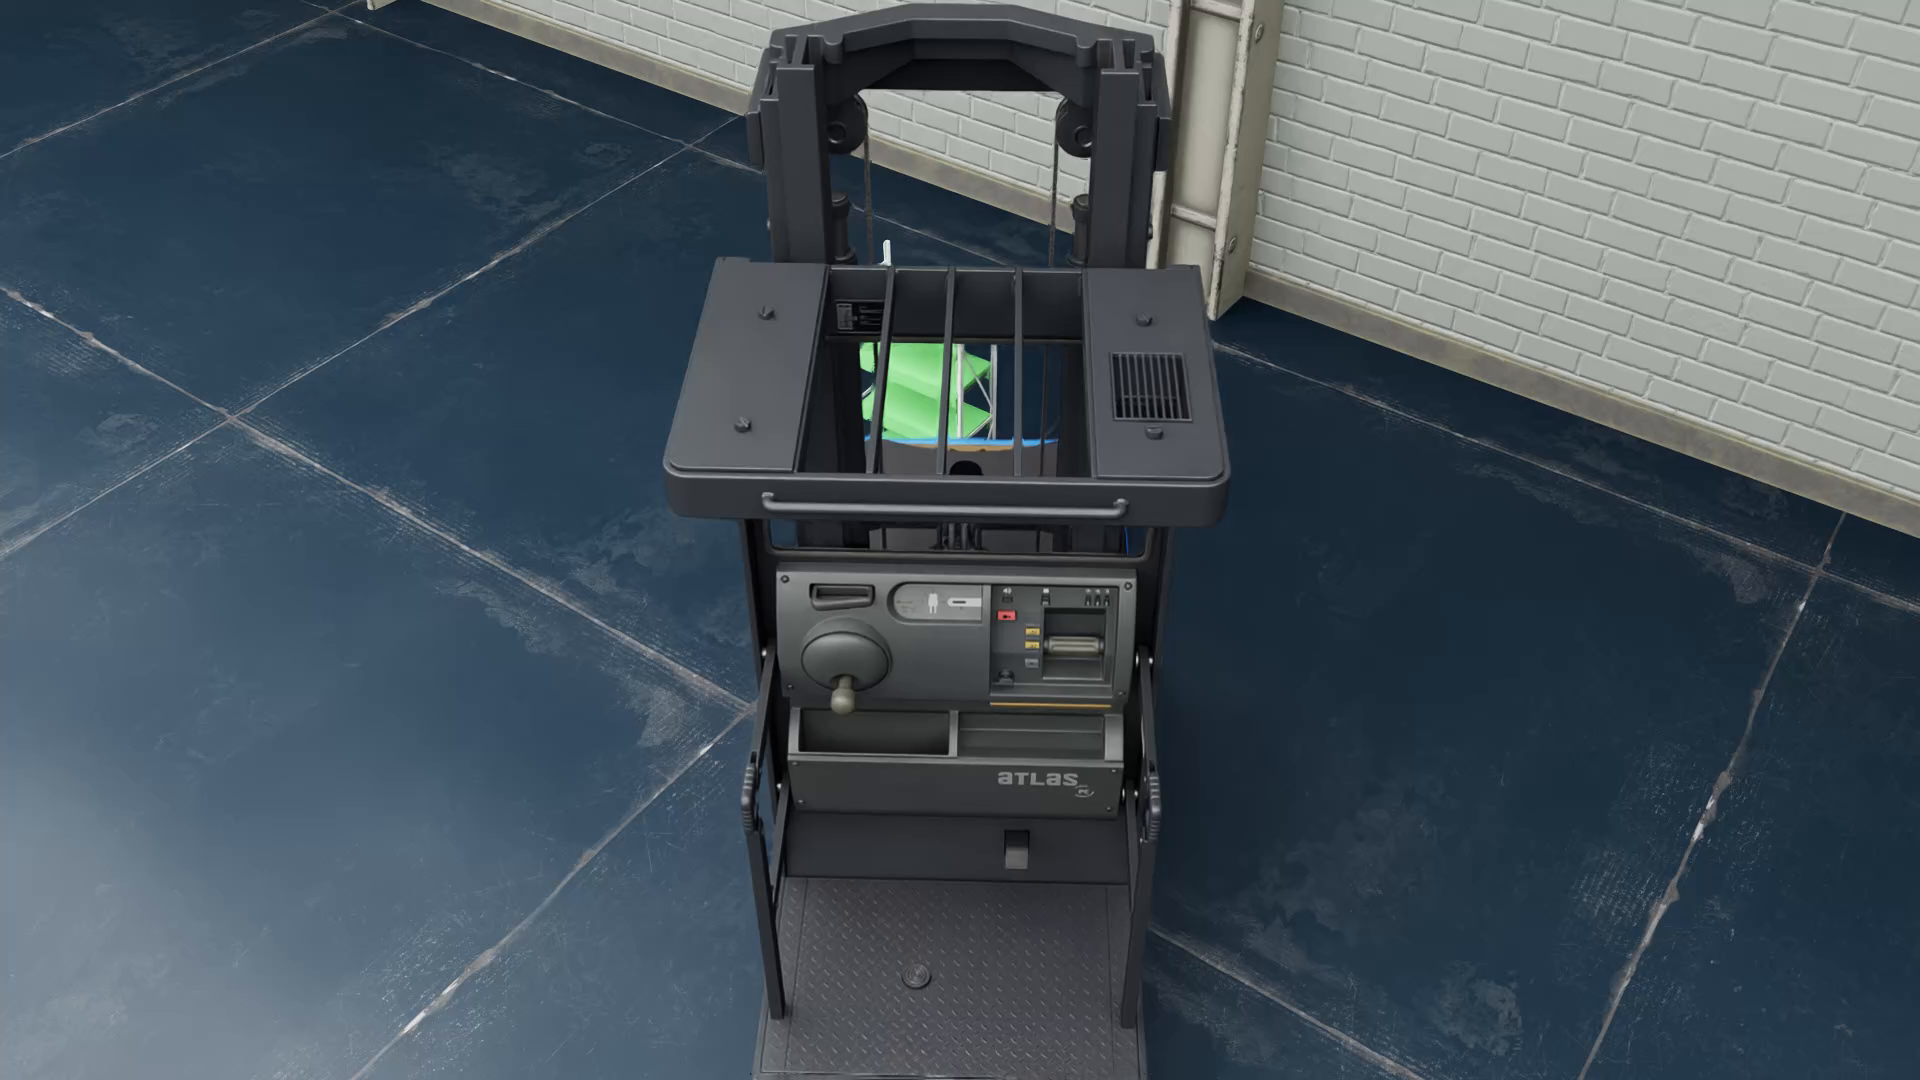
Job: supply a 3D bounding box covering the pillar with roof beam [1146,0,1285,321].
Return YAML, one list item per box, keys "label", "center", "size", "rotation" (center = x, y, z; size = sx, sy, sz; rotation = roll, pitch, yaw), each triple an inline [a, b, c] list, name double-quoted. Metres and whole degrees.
- label: "pillar with roof beam"
  center: [-1.331, -2.204, 2.464]
  size: [0.400, 9.000, 9.100]
  rotation: [25, 48, 25]

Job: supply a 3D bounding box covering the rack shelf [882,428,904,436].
- label: "rack shelf"
  center: [-0.136, -0.284, 6.623]
  size: [0.480, 0.148, 0.258]
  rotation: [25, 48, 25]

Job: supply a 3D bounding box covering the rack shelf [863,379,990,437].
- label: "rack shelf"
  center: [-0.136, -0.463, 6.463]
  size: [0.480, 0.148, 0.258]
  rotation: [25, 48, 25]

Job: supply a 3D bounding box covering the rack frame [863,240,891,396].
- label: "rack frame"
  center: [-0.335, -0.604, 6.525]
  size: [0.015, 1.200, 0.240]
  rotation: [25, 48, 25]

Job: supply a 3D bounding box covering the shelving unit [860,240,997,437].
- label: "shelving unit"
  center: [-0.136, -0.511, 6.421]
  size: [0.503, 1.200, 0.258]
  rotation: [25, 48, 25]

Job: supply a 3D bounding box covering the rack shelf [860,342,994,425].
- label: "rack shelf"
  center: [-0.136, -0.642, 6.303]
  size: [0.480, 0.148, 0.258]
  rotation: [25, 48, 25]

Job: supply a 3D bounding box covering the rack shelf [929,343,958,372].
- label: "rack shelf"
  center: [-0.136, -0.821, 6.143]
  size: [0.480, 0.148, 0.258]
  rotation: [25, 48, 25]

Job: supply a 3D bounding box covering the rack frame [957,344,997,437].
- label: "rack frame"
  center: [0.064, -0.417, 6.316]
  size: [0.015, 1.200, 0.240]
  rotation: [25, 48, 25]

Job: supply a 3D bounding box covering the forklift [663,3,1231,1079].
- label: "forklift"
  center: [-0.015, 0.345, 4.166]
  size: [1.130, 2.935, 3.031]
  rotation: [1, 42, 1]
